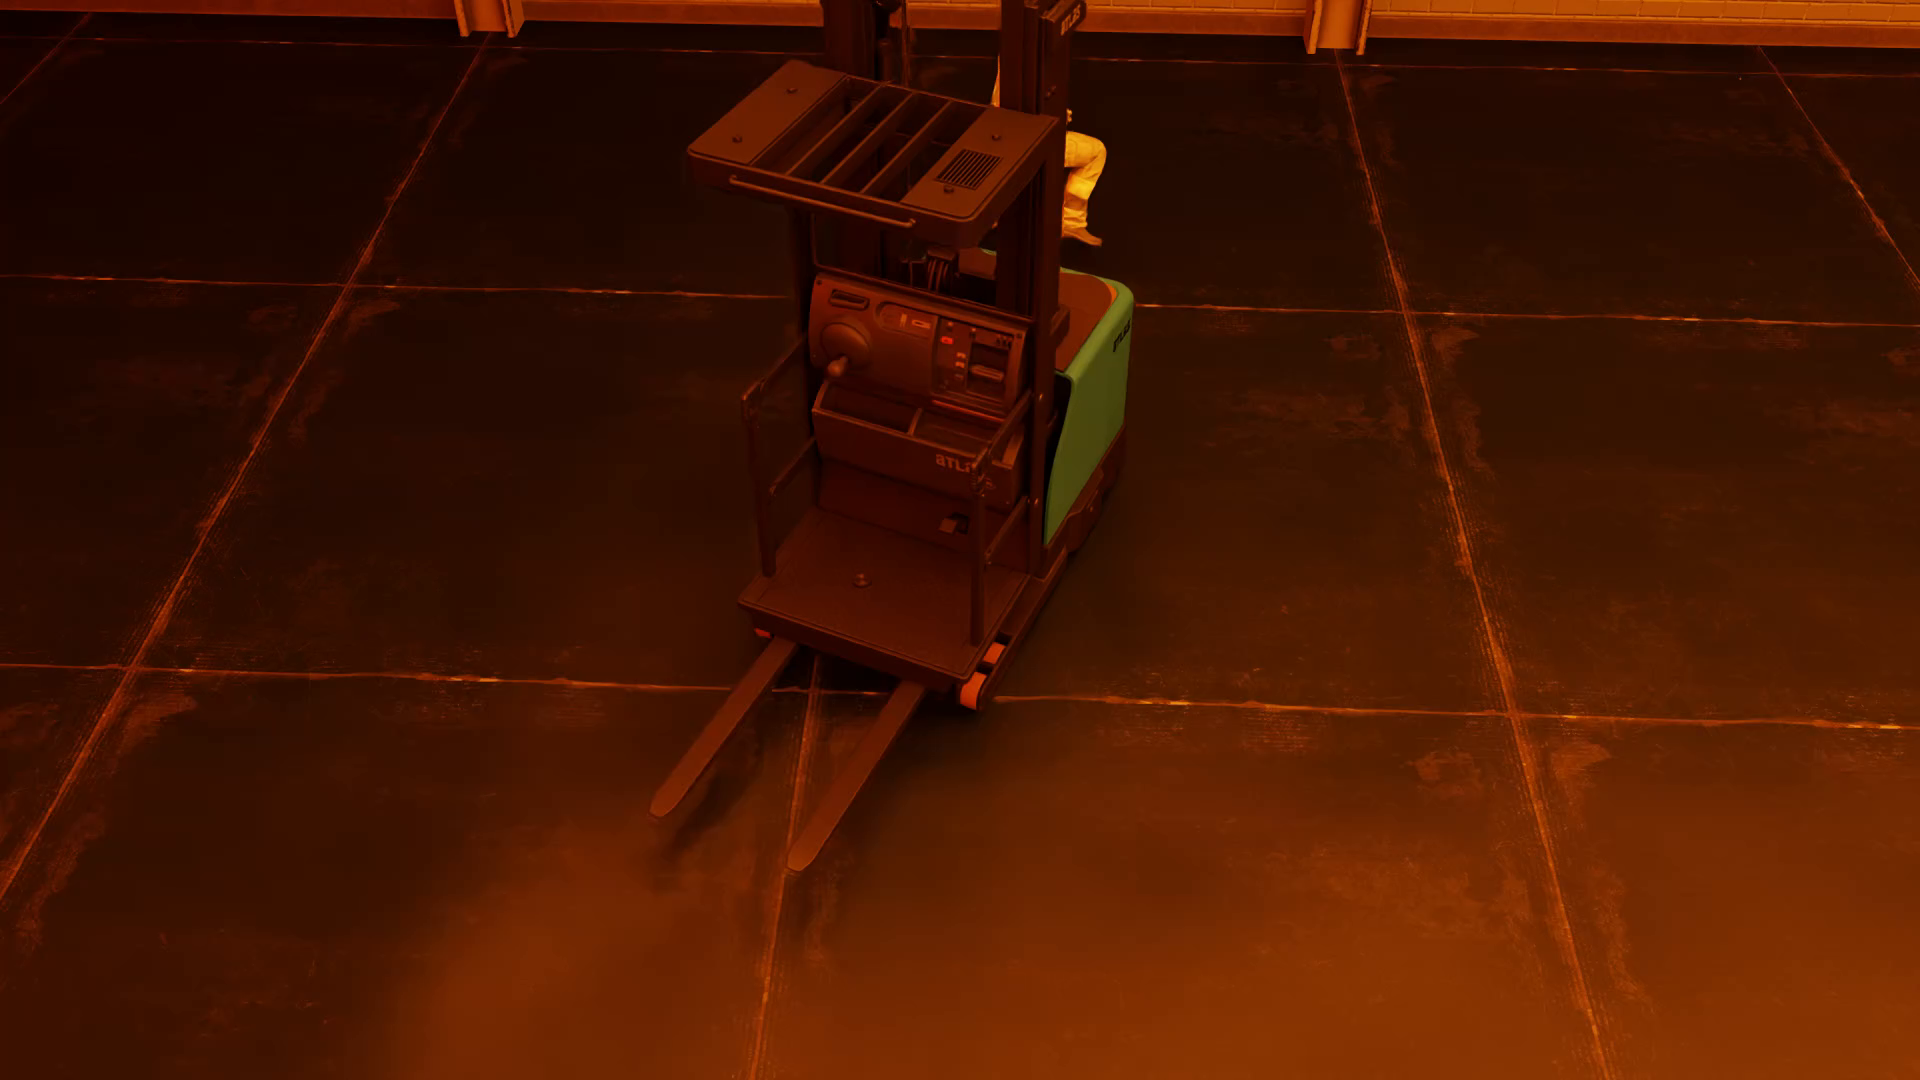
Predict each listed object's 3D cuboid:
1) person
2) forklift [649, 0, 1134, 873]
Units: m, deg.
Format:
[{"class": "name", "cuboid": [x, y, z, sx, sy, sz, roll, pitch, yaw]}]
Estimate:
[{"class": "person", "cuboid": [0.484, -2.304, 9.292, 0.690, 1.522, 0.809, -18, 46, -19]}, {"class": "forklift", "cuboid": [-0.267, -0.694, 6.502, 1.130, 2.935, 3.031, 17, 45, 18]}]
